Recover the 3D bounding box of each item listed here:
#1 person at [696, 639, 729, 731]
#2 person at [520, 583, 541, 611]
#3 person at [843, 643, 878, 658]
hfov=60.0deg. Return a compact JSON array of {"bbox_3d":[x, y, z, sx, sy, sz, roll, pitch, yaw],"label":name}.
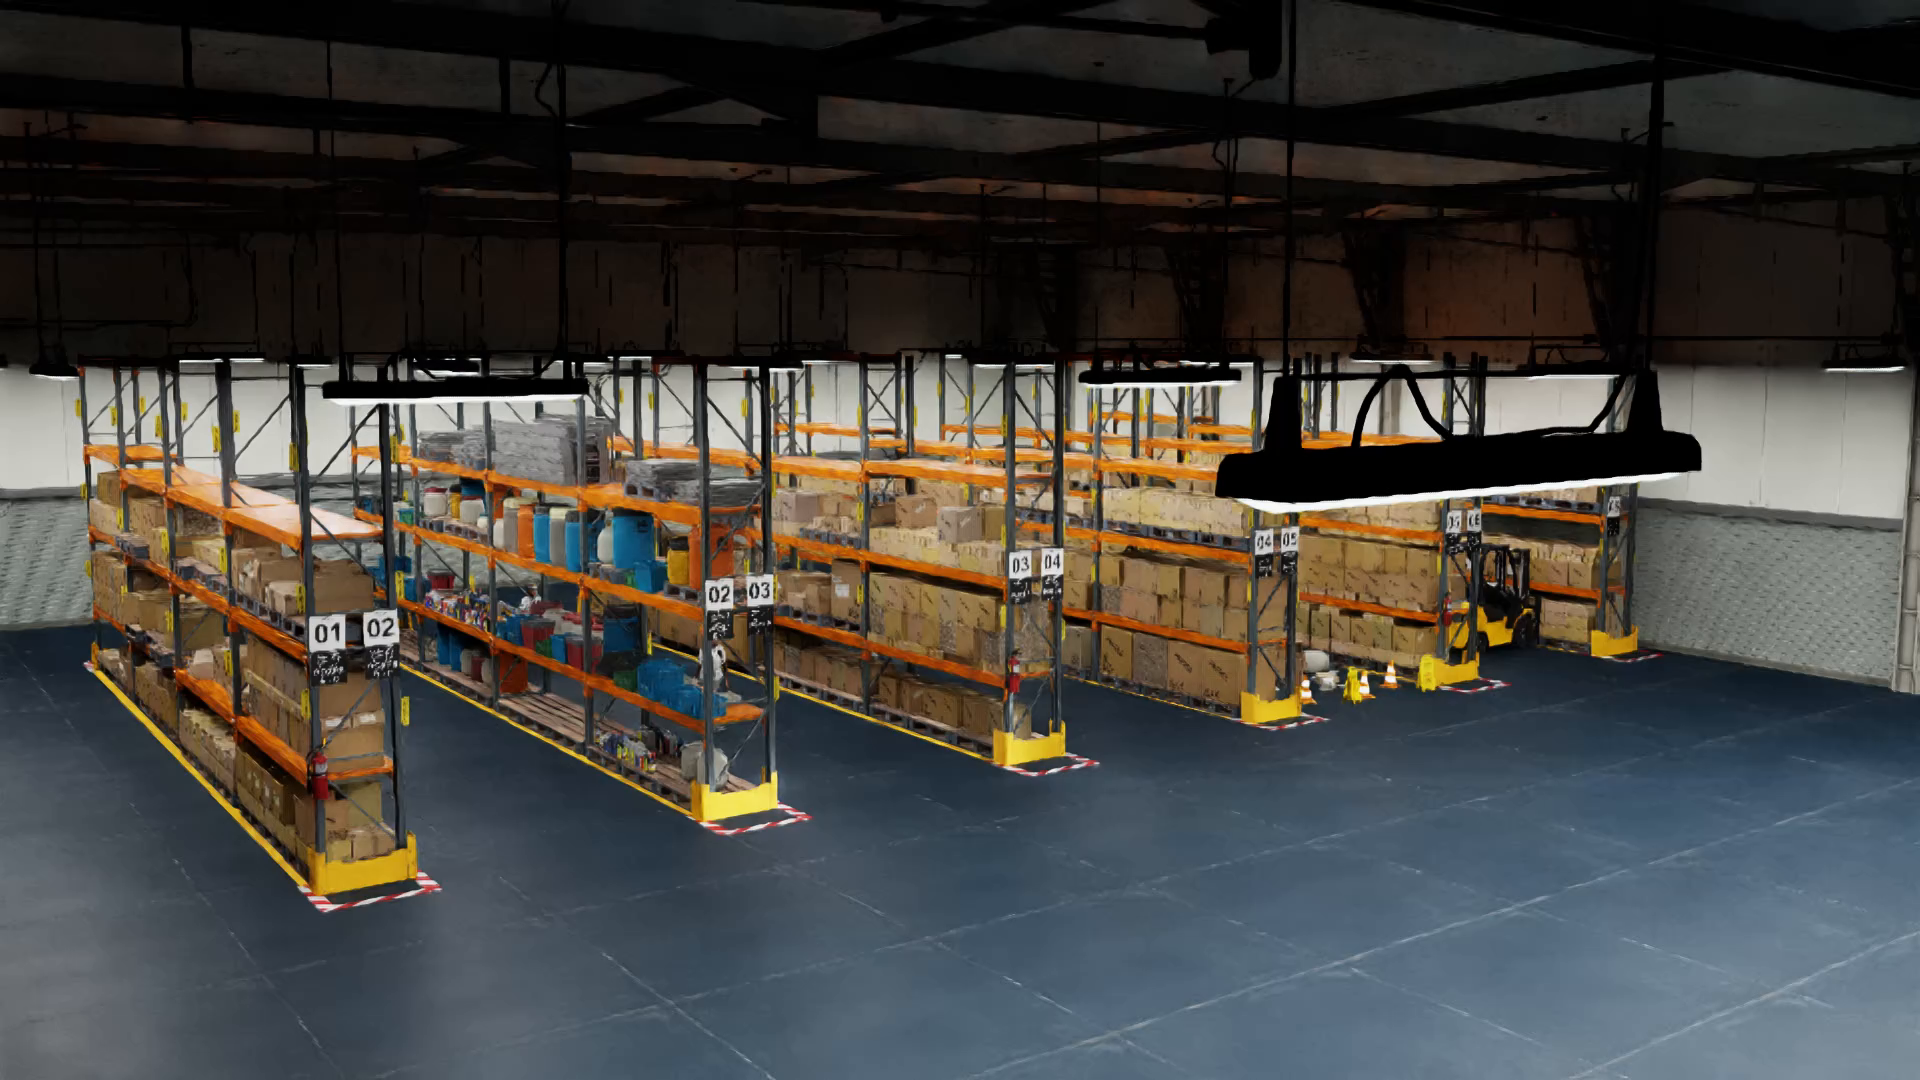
[{"bbox_3d":[-4.019,2.243,27.051,0.461,1.626,0.999,-5,9,-36],"label":"person"},{"bbox_3d":[-8.306,1.605,32.310,0.499,1.587,1.065,-5,9,-37],"label":"person"},{"bbox_3d":[-1.912,1.582,32.071,0.571,1.700,1.114,-5,9,-37],"label":"person"}]
